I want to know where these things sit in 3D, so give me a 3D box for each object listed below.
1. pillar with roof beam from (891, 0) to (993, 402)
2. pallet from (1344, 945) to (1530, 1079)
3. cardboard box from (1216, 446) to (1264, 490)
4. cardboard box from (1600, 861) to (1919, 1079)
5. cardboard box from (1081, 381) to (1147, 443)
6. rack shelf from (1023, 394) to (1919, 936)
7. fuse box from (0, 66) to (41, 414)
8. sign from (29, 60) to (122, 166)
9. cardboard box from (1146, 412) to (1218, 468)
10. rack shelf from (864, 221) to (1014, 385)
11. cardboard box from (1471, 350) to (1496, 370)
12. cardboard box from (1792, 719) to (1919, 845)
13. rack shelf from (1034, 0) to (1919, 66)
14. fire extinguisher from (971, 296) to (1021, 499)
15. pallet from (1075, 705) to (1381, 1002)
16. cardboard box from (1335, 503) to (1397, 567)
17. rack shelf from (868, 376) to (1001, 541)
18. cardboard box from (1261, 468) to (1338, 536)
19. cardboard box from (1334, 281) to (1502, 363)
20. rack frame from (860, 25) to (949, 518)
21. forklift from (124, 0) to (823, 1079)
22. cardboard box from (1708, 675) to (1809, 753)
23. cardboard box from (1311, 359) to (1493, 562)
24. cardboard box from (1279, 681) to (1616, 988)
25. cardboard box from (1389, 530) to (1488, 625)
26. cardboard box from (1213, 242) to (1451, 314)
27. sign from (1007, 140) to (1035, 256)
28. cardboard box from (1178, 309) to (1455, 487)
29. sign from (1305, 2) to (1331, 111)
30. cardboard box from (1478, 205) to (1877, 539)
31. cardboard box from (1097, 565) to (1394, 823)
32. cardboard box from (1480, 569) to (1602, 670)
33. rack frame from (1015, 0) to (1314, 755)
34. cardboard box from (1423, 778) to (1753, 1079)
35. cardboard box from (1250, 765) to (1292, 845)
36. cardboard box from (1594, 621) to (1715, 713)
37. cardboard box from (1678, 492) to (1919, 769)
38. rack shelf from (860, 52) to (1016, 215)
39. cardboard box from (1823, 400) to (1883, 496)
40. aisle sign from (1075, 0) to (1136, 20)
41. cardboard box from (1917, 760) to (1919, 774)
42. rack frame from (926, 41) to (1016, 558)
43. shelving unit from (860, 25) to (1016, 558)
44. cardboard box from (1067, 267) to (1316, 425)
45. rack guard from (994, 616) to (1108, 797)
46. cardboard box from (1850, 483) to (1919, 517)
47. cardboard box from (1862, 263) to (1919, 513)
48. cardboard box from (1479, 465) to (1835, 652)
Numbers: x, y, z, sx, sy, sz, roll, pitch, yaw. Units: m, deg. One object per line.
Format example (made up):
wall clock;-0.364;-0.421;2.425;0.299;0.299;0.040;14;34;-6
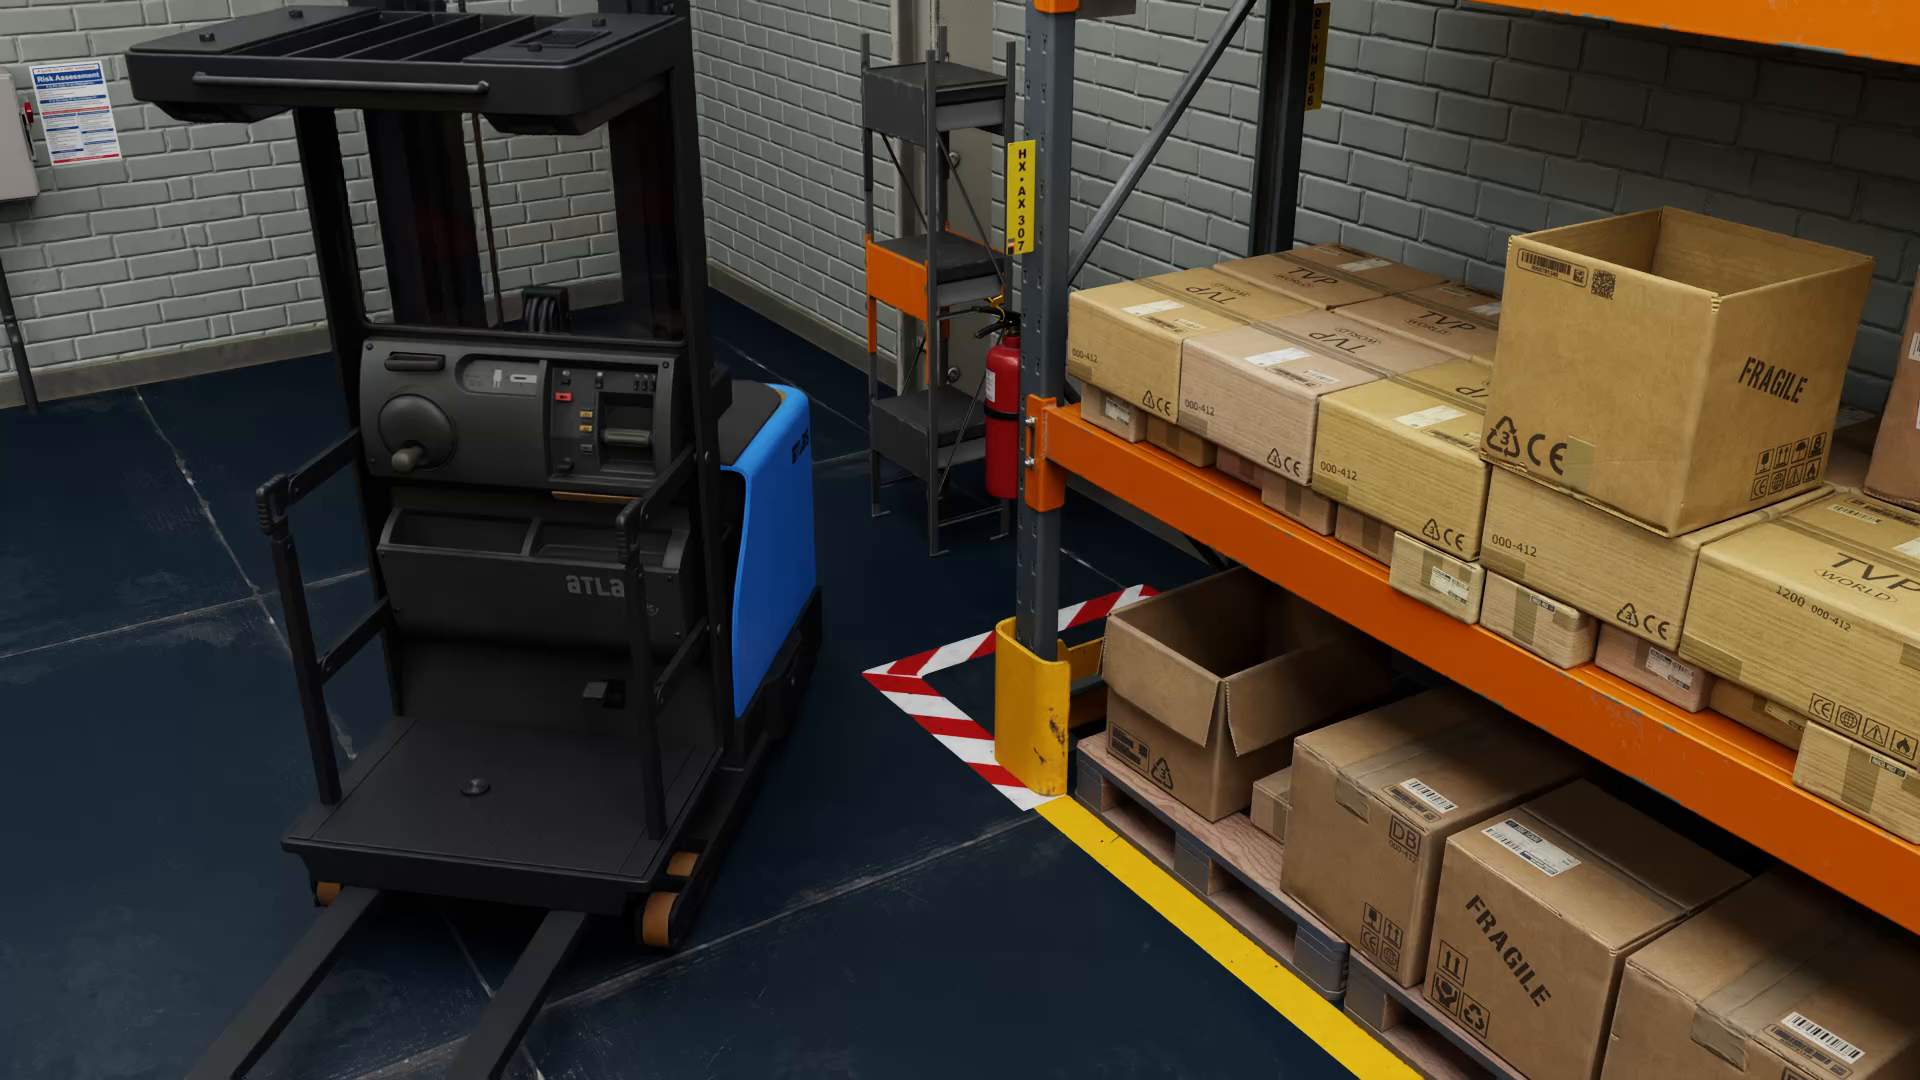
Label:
pillar with roof beam;-3.690;-3.610;4.356;9.100;9.000;0.400;-16;29;-30
pallet;1.773;1.283;4.285;1.003;0.211;1.213;-16;29;-30
cardboard box;0.934;-0.265;4.592;0.380;0.149;0.250;-16;30;-30
cardboard box;1.889;1.141;3.755;0.700;0.500;0.500;-17;30;-31
cardboard box;0.584;-0.431;4.944;0.380;0.149;0.250;-16;30;-30
rack shelf;1.726;0.315;3.913;1.077;0.370;4.000;-16;29;-30
fuse box;-4.781;-1.434;8.284;0.539;1.711;0.414;-16;29;-30
sign;-4.480;-2.163;8.429;0.329;0.494;0.001;-16;29;-30
cardboard box;0.761;-0.351;4.774;0.380;0.149;0.250;-15;29;-28
rack shelf;-0.090;-0.996;6.933;0.431;0.518;0.480;-16;29;-30
cardboard box;1.654;-0.327;4.257;0.500;0.250;0.500;-15;29;-28
cardboard box;1.826;0.403;3.178;0.380;0.149;0.250;-16;30;-30
rack shelf;1.726;-1.042;3.272;1.077;0.370;4.000;-16;29;-30
fire extinguisher;0.166;-0.467;5.254;0.296;0.674;0.183;-16;29;-30
pallet;1.111;0.847;5.209;1.003;0.211;1.213;-16;29;-30
cardboard box;1.170;-0.067;4.172;0.380;0.149;0.250;-15;29;-29
rack shelf;-0.090;-0.363;7.232;0.431;0.518;0.480;-16;29;-30
cardboard box;1.020;-0.160;4.370;0.380;0.149;0.250;-15;29;-28
cardboard box;1.388;-0.505;4.634;0.500;0.250;0.500;-15;29;-29
rack frame;-0.224;-1.096;7.112;0.400;2.100;0.015;-16;29;-30
forklift;-1.286;-0.322;4.499;1.130;2.935;3.031;4;26;9
cardboard box;1.779;0.284;3.428;0.380;0.149;0.250;-15;29;-29
cardboard box;1.211;-0.207;4.002;0.500;0.250;0.500;-16;30;-31
cardboard box;1.323;0.770;4.541;0.700;0.500;0.500;-14;29;-27
cardboard box;1.245;0.041;3.943;0.380;0.149;0.250;-16;30;-31
cardboard box;1.107;-0.690;5.025;0.500;0.250;0.500;-15;29;-28
sign;0.179;-0.991;4.822;0.100;0.325;0.005;-16;29;-30
cardboard box;0.931;-0.387;4.384;0.500;0.250;0.500;-15;29;-29
sign;1.110;-1.515;5.219;0.100;0.325;0.005;-16;29;-30
cardboard box;1.475;-0.370;3.470;0.500;0.500;0.500;-15;29;-28
cardboard box;0.888;0.454;5.208;0.797;0.503;0.637;-17;30;-32
cardboard box;1.406;0.131;3.754;0.380;0.149;0.250;-15;29;-28
rack frame;0.634;-0.726;5.274;1.000;3.000;0.127;-16;29;-30
cardboard box;1.527;0.982;4.091;0.500;0.500;0.500;-15;29;-29
cardboard box;1.088;0.775;4.942;0.380;0.149;0.250;-17;30;-32
cardboard box;1.605;0.207;3.592;0.380;0.149;0.250;-16;29;-30
cardboard box;1.788;0.155;3.234;0.500;0.250;0.500;-16;30;-30
rack shelf;-0.090;-1.629;6.634;0.431;0.518;0.480;-16;29;-30
cardboard box;1.940;-0.140;3.860;0.500;0.250;0.500;-16;29;-30
aisle sign;0.351;-1.858;4.626;0.394;0.787;0.004;-16;29;-30
cardboard box;2.049;0.337;2.850;0.500;0.250;0.500;-15;29;-29
rack frame;0.043;-0.921;6.742;0.400;2.100;0.015;-16;29;-30
shelving unit;-0.090;-1.009;6.927;0.431;2.100;0.503;-16;29;-30
cardboard box;0.656;-0.568;4.766;0.500;0.250;0.500;-15;29;-29
rack guard;0.675;0.431;5.750;1.175;0.500;0.348;-16;29;-30
cardboard box;2.214;0.035;3.489;0.500;0.250;0.500;-15;29;-28
cardboard box;2.228;-0.296;3.312;0.500;0.500;0.500;-16;30;-31
cardboard box;1.508;-0.029;3.625;0.500;0.250;0.500;-16;30;-31
